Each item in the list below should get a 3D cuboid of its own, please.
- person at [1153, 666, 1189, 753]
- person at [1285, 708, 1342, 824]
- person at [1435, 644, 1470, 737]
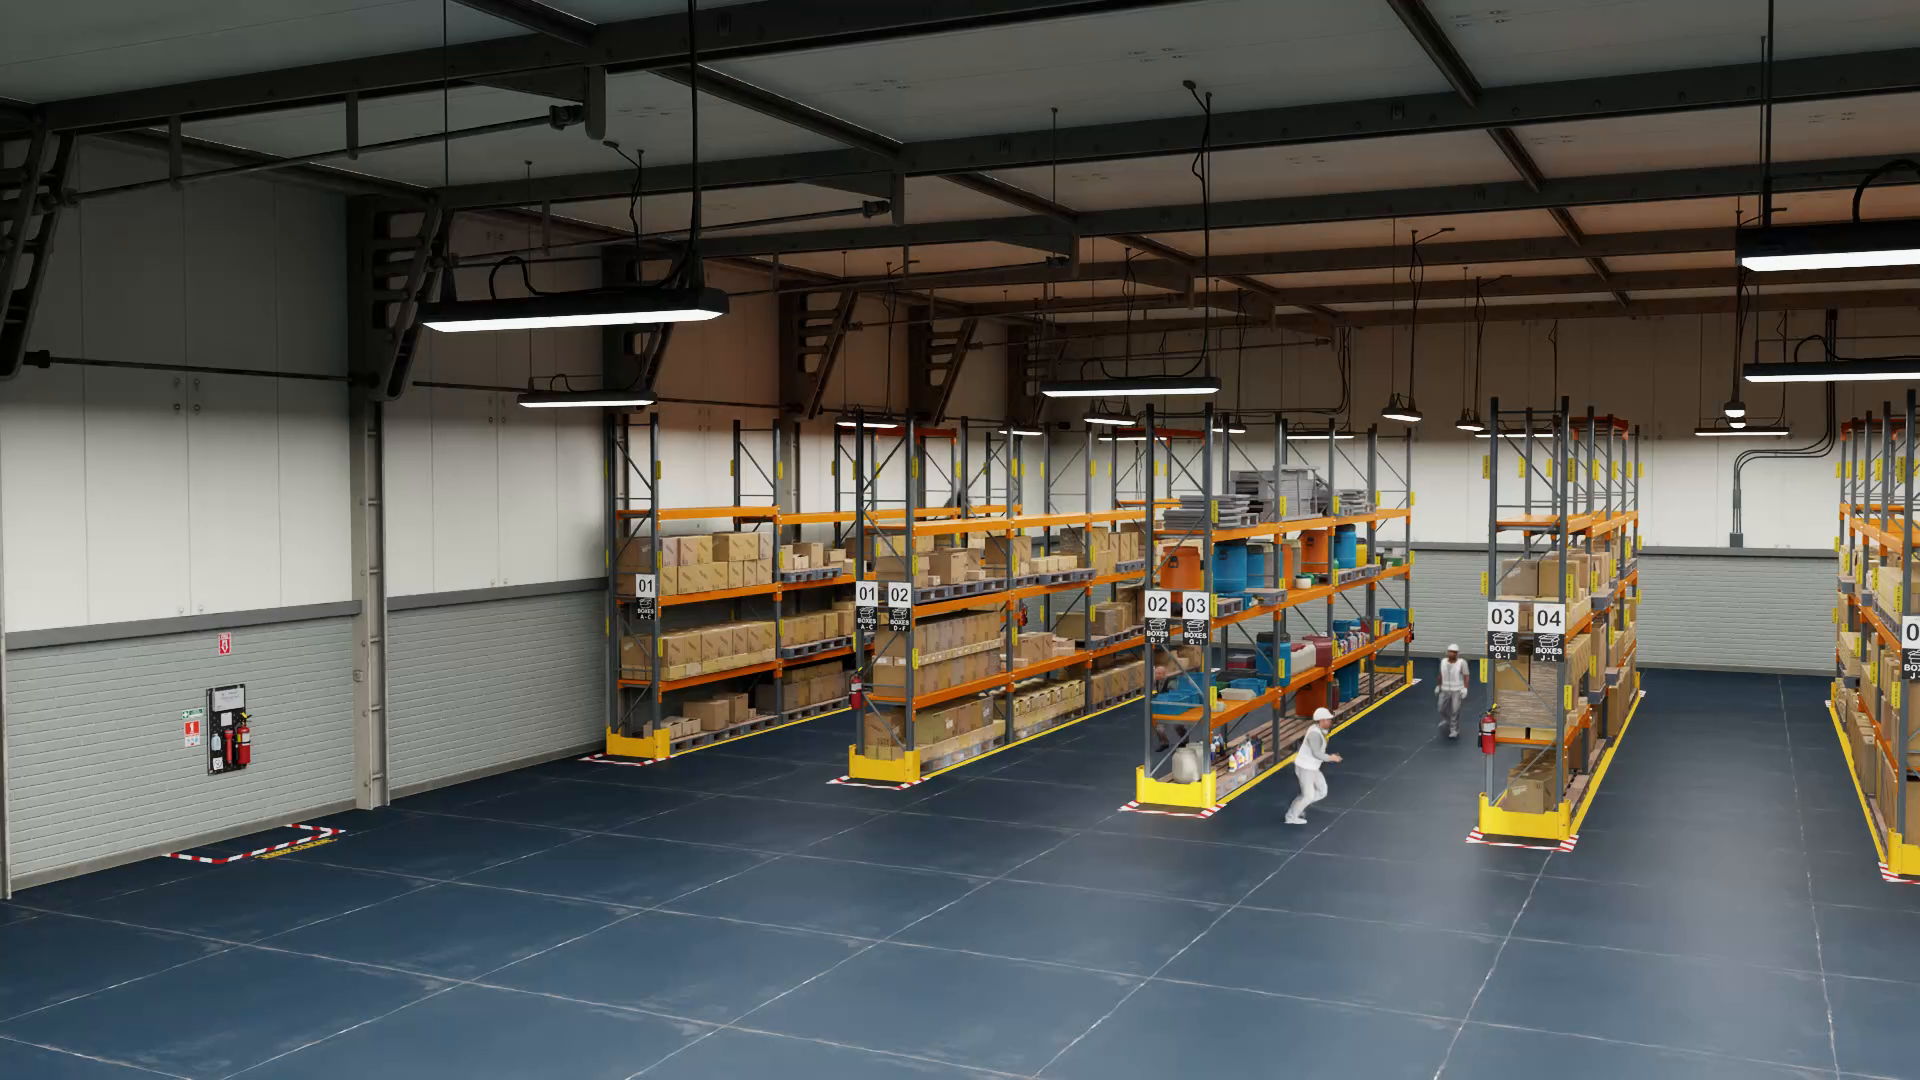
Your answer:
[{"bbox_3d":[3.753,2.969,29.441,1.101,1.542,0.658,-2,3,-43],"label":"person"},{"bbox_3d":[4.980,3.182,23.417,0.795,1.667,0.643,1,3,21],"label":"person"},{"bbox_3d":[9.247,2.809,31.182,0.724,1.753,0.677,2,3,38],"label":"person"}]
